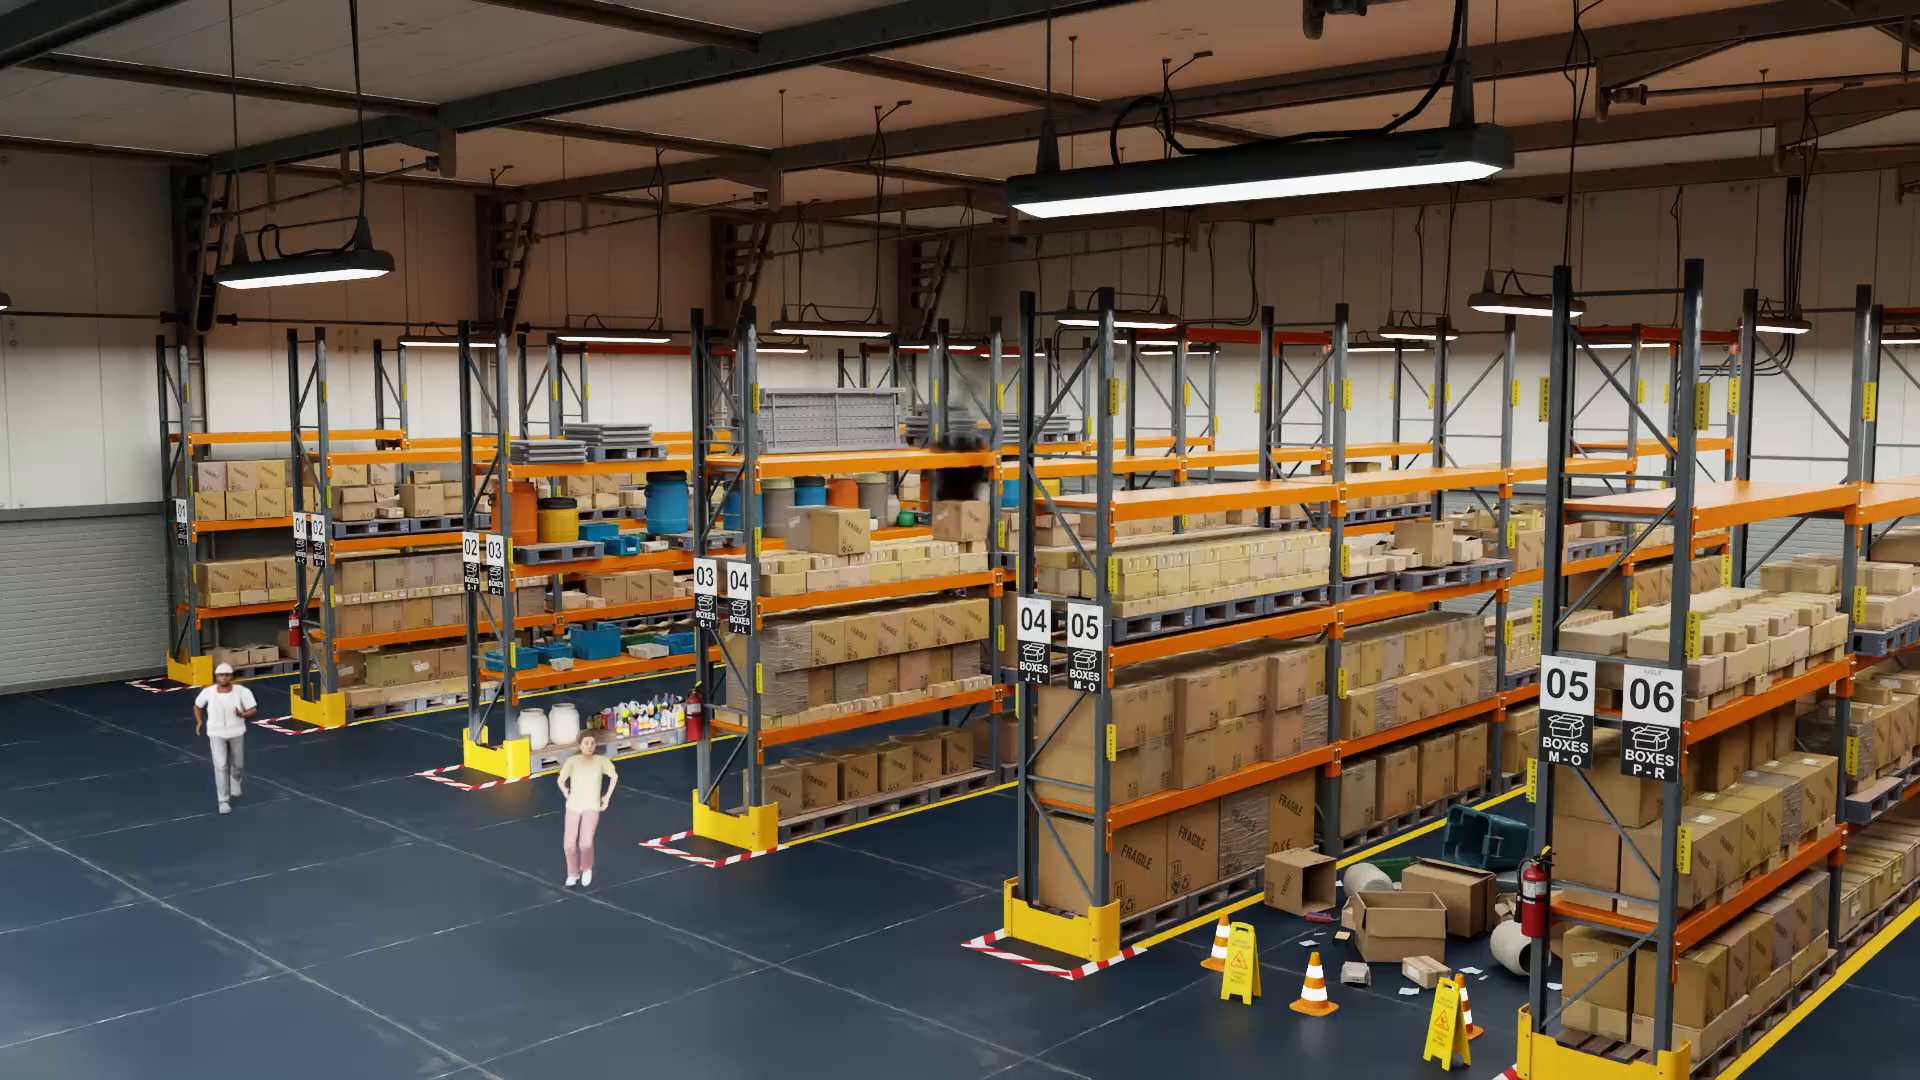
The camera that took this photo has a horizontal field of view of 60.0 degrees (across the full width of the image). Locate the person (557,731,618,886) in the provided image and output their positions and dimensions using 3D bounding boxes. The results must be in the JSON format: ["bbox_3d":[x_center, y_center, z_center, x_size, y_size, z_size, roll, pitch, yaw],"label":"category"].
[{"bbox_3d":[-3.833,2.759,17.016,0.585,1.617,0.589,0,5,-1],"label":"person"}]

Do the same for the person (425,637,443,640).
[{"bbox_3d":[-8.995,1.592,28.715,0.718,1.746,0.834,4,7,38],"label":"person"}]

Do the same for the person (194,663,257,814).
[{"bbox_3d":[-8.909,2.364,20.203,0.703,1.745,0.992,-3,6,-25],"label":"person"}]

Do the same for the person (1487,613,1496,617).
[{"bbox_3d":[8.075,1.944,25.317,0.578,1.647,0.870,4,7,38],"label":"person"}]
